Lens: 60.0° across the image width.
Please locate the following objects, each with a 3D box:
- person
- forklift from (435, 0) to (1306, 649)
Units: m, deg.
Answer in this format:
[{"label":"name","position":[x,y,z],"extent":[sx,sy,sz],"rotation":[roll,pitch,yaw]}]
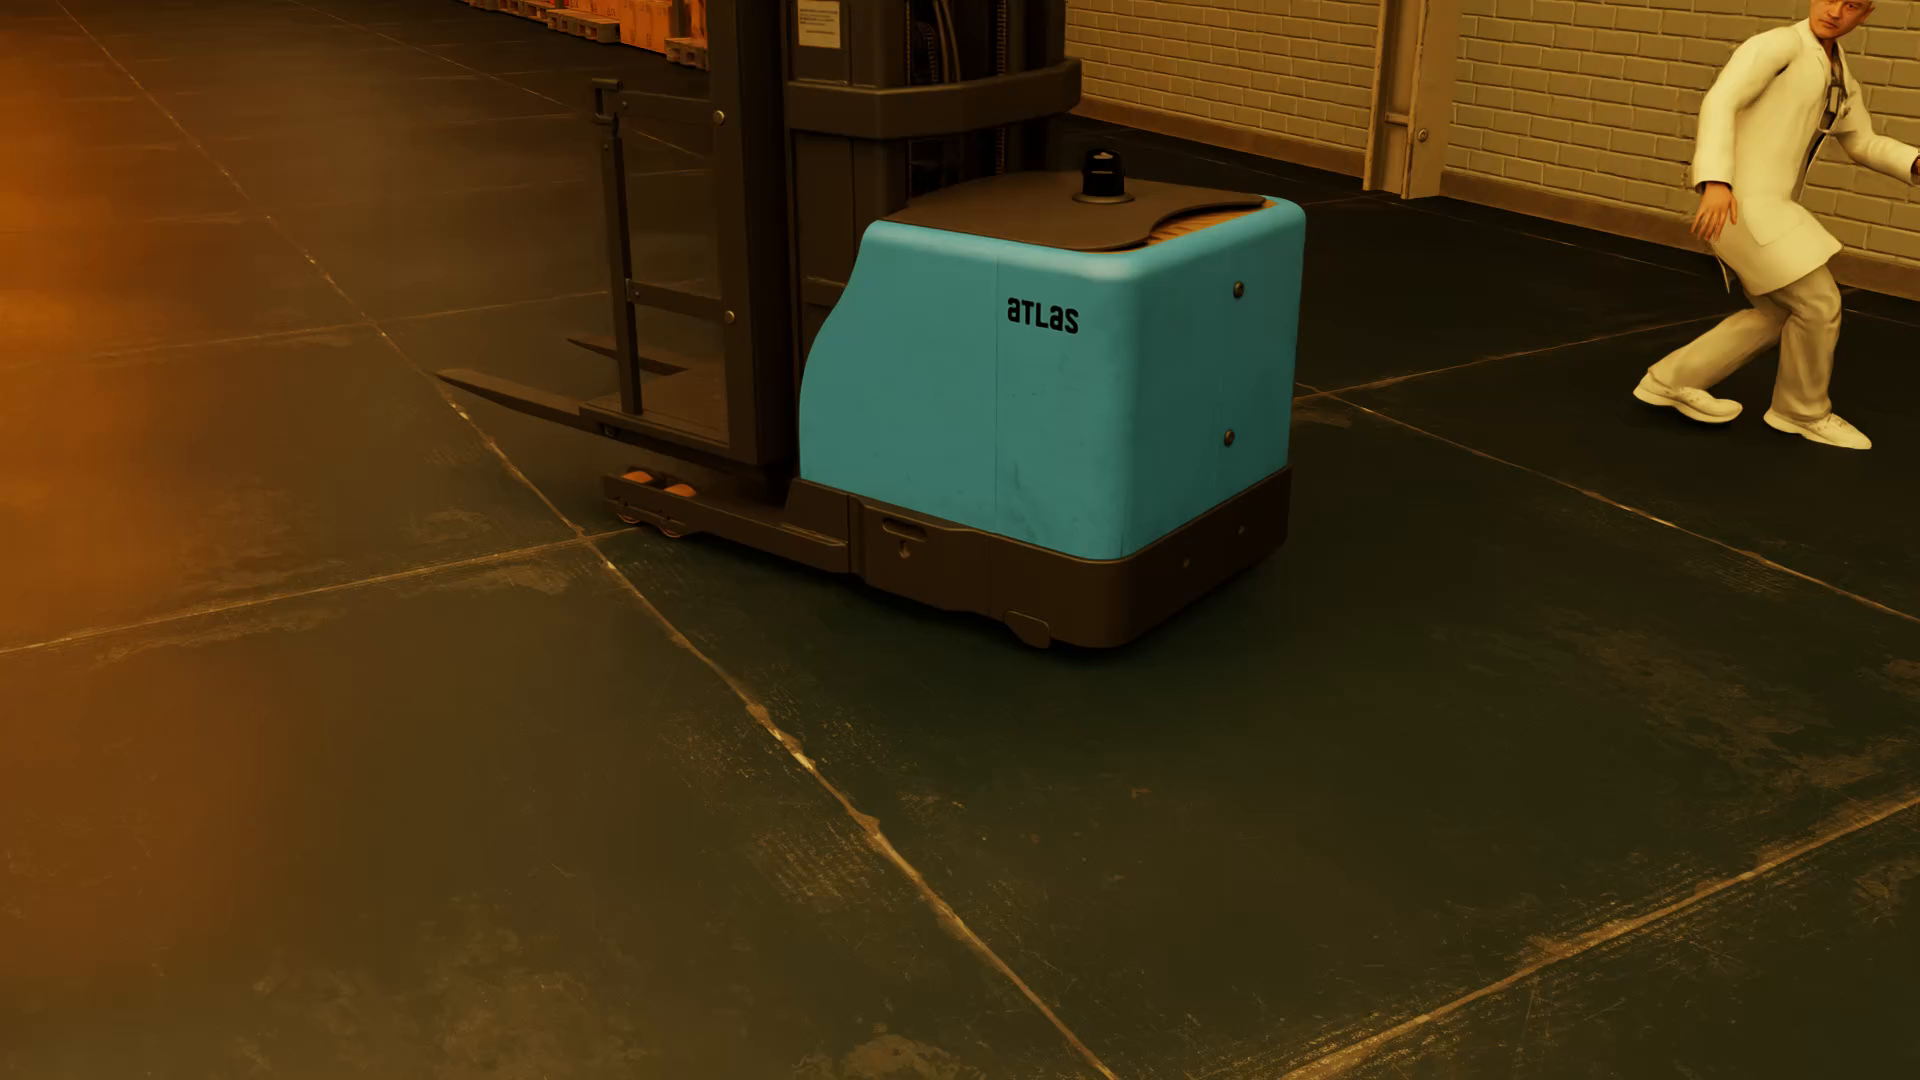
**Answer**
[{"label":"person","position":[2.874,-1.101,5.696],"extent":[0.897,1.654,0.884],"rotation":[14,26,31]},{"label":"forklift","position":[-0.501,-1.503,4.937],"extent":[3.031,2.935,1.130],"rotation":[16,27,34]}]
